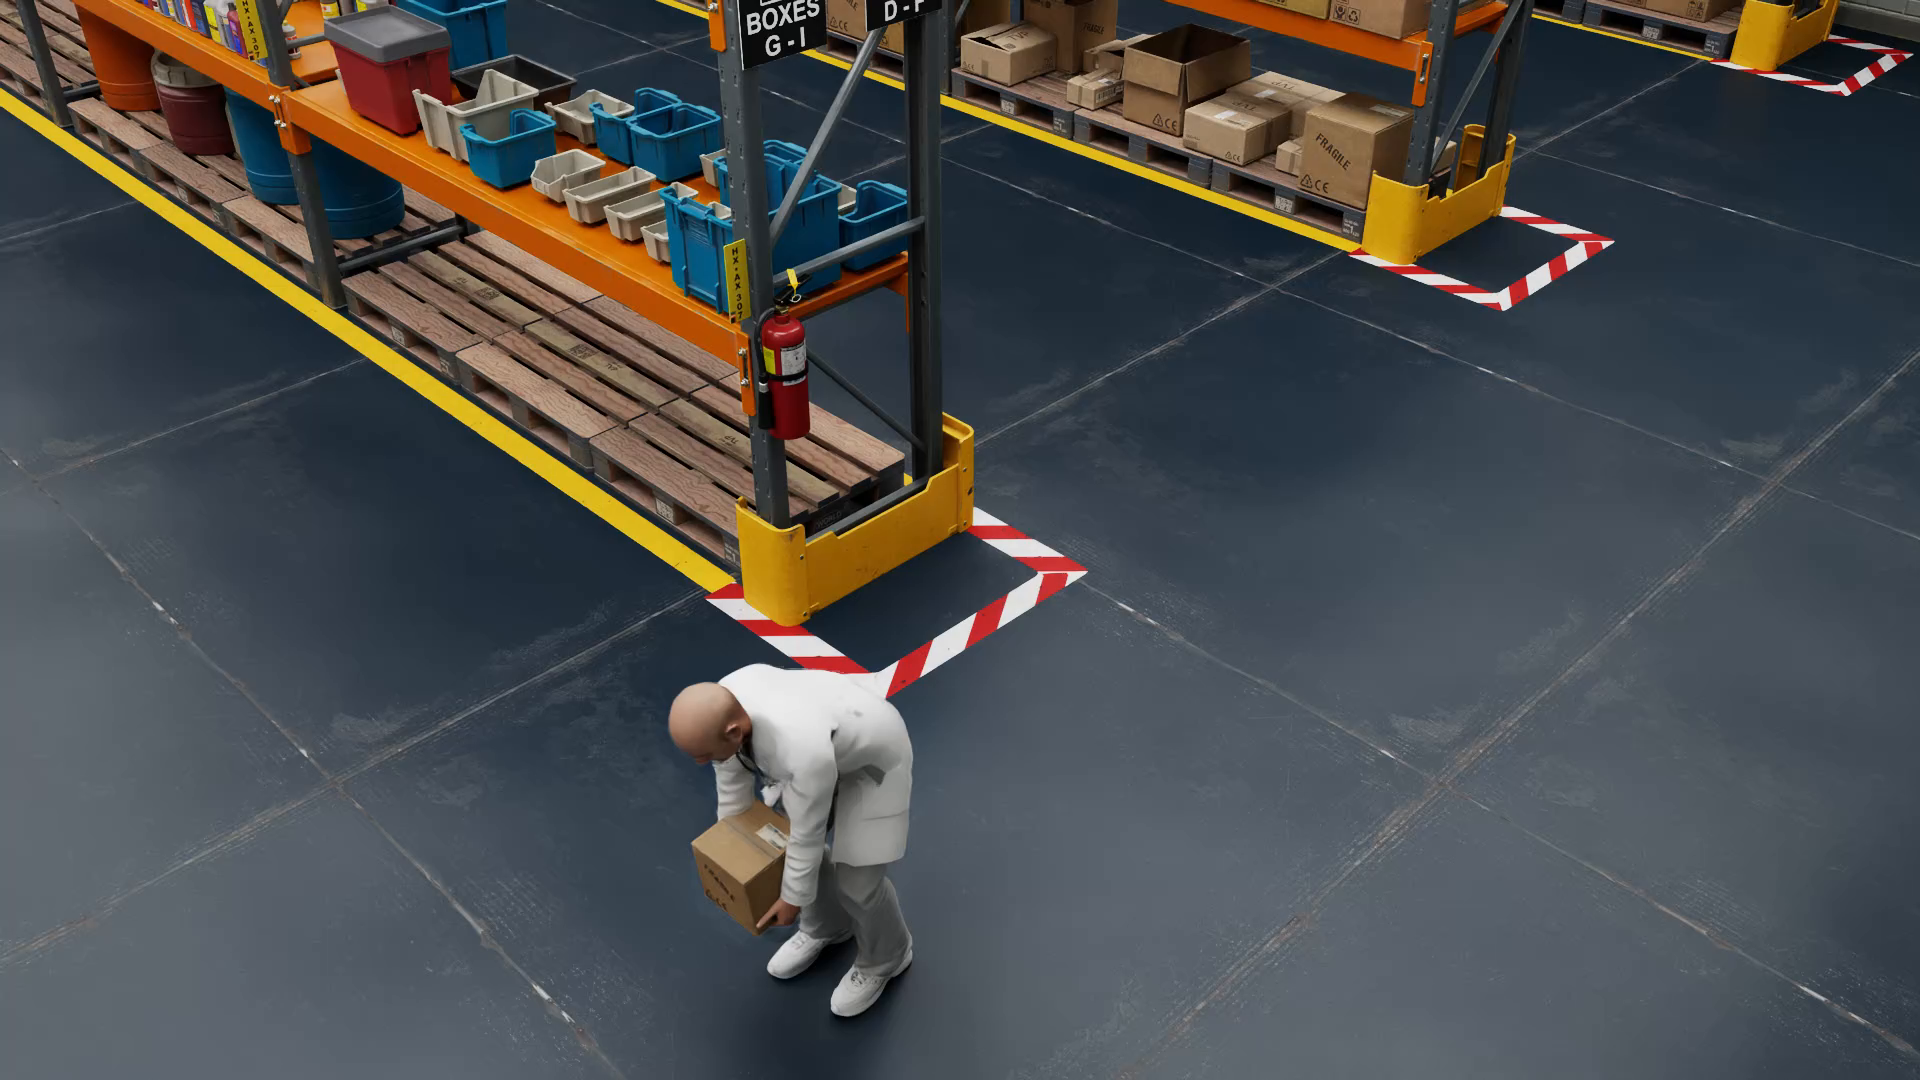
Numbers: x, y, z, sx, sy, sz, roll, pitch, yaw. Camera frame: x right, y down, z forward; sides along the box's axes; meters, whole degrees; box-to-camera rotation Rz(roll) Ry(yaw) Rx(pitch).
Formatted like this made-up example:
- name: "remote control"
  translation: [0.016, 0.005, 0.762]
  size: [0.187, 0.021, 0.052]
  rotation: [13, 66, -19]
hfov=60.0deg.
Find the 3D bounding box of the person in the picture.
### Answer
- name: "person"
  translation: [-0.505, 0.898, 5.130]
  size: [0.546, 1.492, 0.815]
  rotation: [29, 44, 34]
